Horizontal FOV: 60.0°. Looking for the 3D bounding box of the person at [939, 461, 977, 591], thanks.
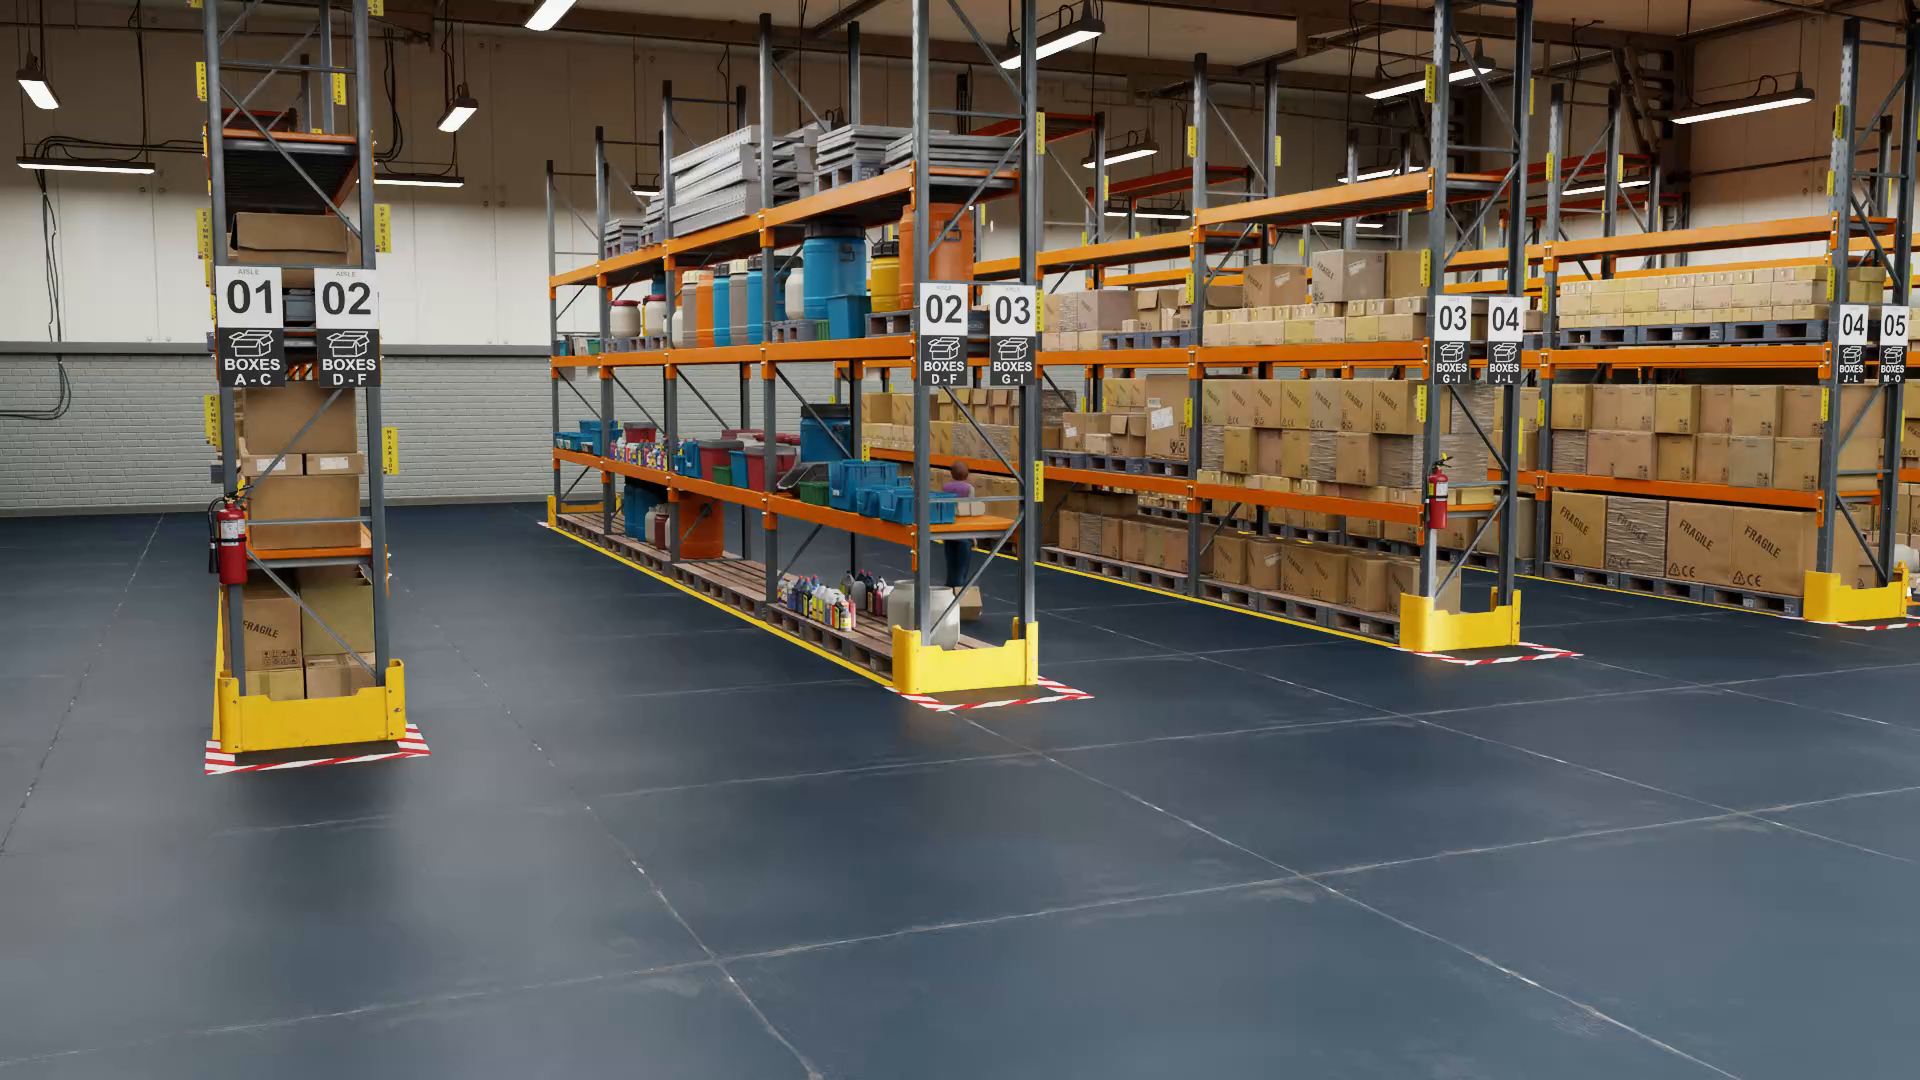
[{"bbox_3d":[-0.019,-0.019,17.348,0.447,1.599,0.488,3,6,25],"label":"person"}]
